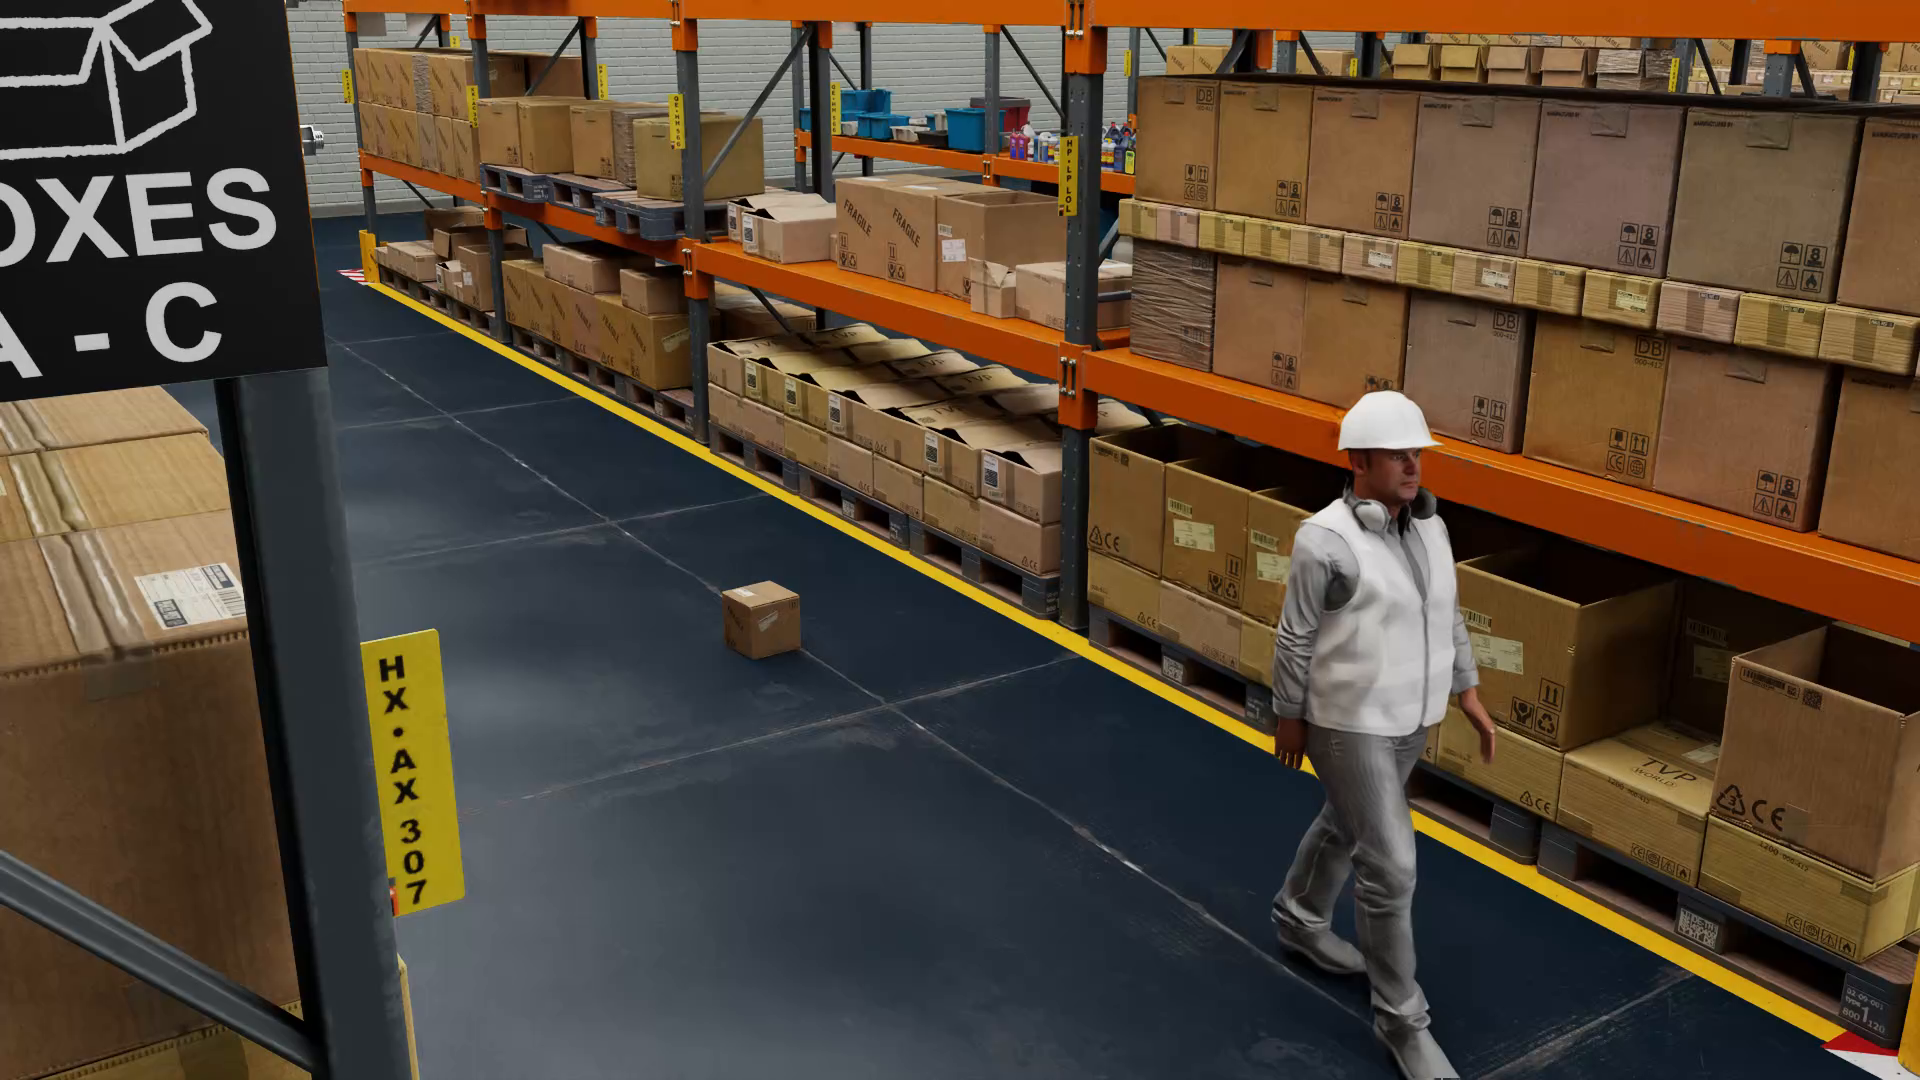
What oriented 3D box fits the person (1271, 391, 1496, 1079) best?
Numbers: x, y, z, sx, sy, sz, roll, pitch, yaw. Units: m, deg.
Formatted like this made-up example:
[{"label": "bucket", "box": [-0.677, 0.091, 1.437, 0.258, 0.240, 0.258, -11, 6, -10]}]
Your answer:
[{"label": "person", "box": [1.180, 0.497, 4.476, 0.549, 1.785, 0.811, -13, 22, -35]}]
